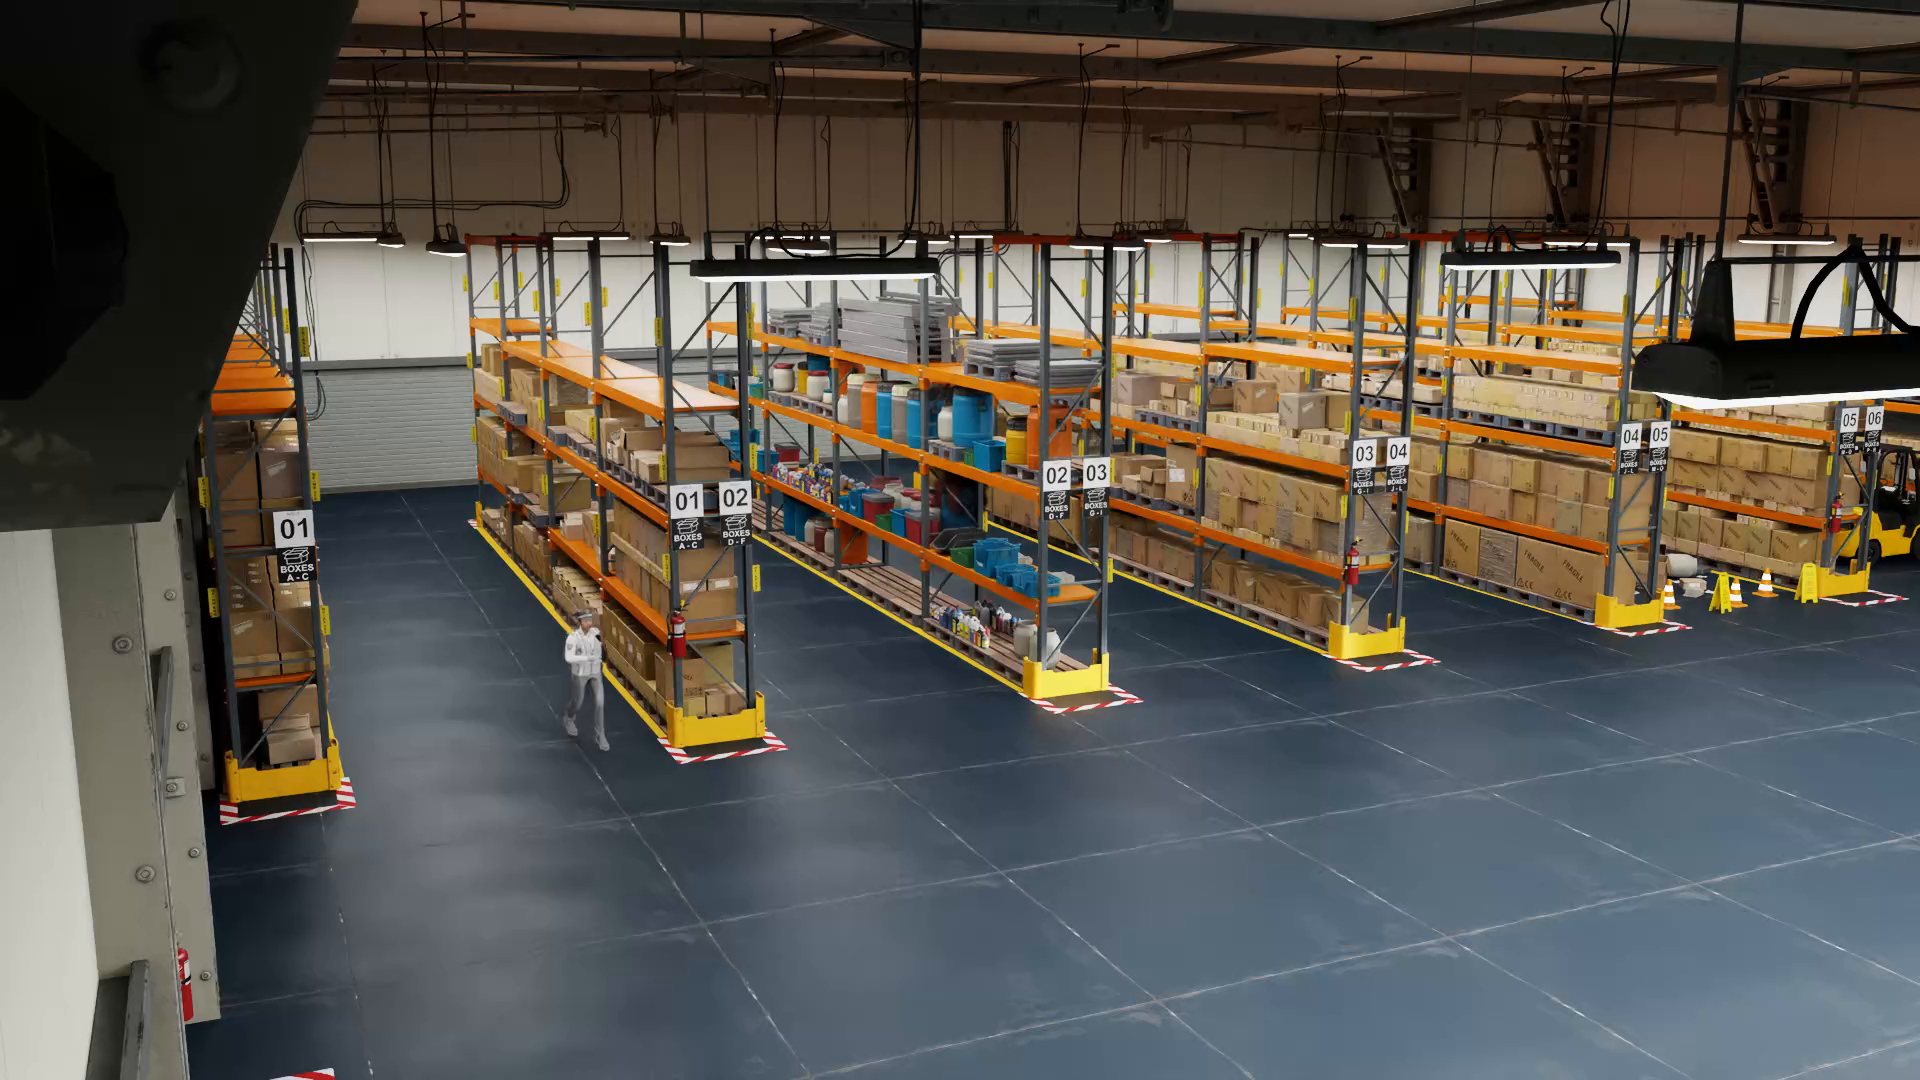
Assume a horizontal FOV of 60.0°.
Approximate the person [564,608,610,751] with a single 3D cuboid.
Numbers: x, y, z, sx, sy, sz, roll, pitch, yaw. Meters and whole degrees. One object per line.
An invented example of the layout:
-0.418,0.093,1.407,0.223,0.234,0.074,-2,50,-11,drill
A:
-4.541,1.633,20.138,0.597,1.702,0.919,-9,14,-39,person
